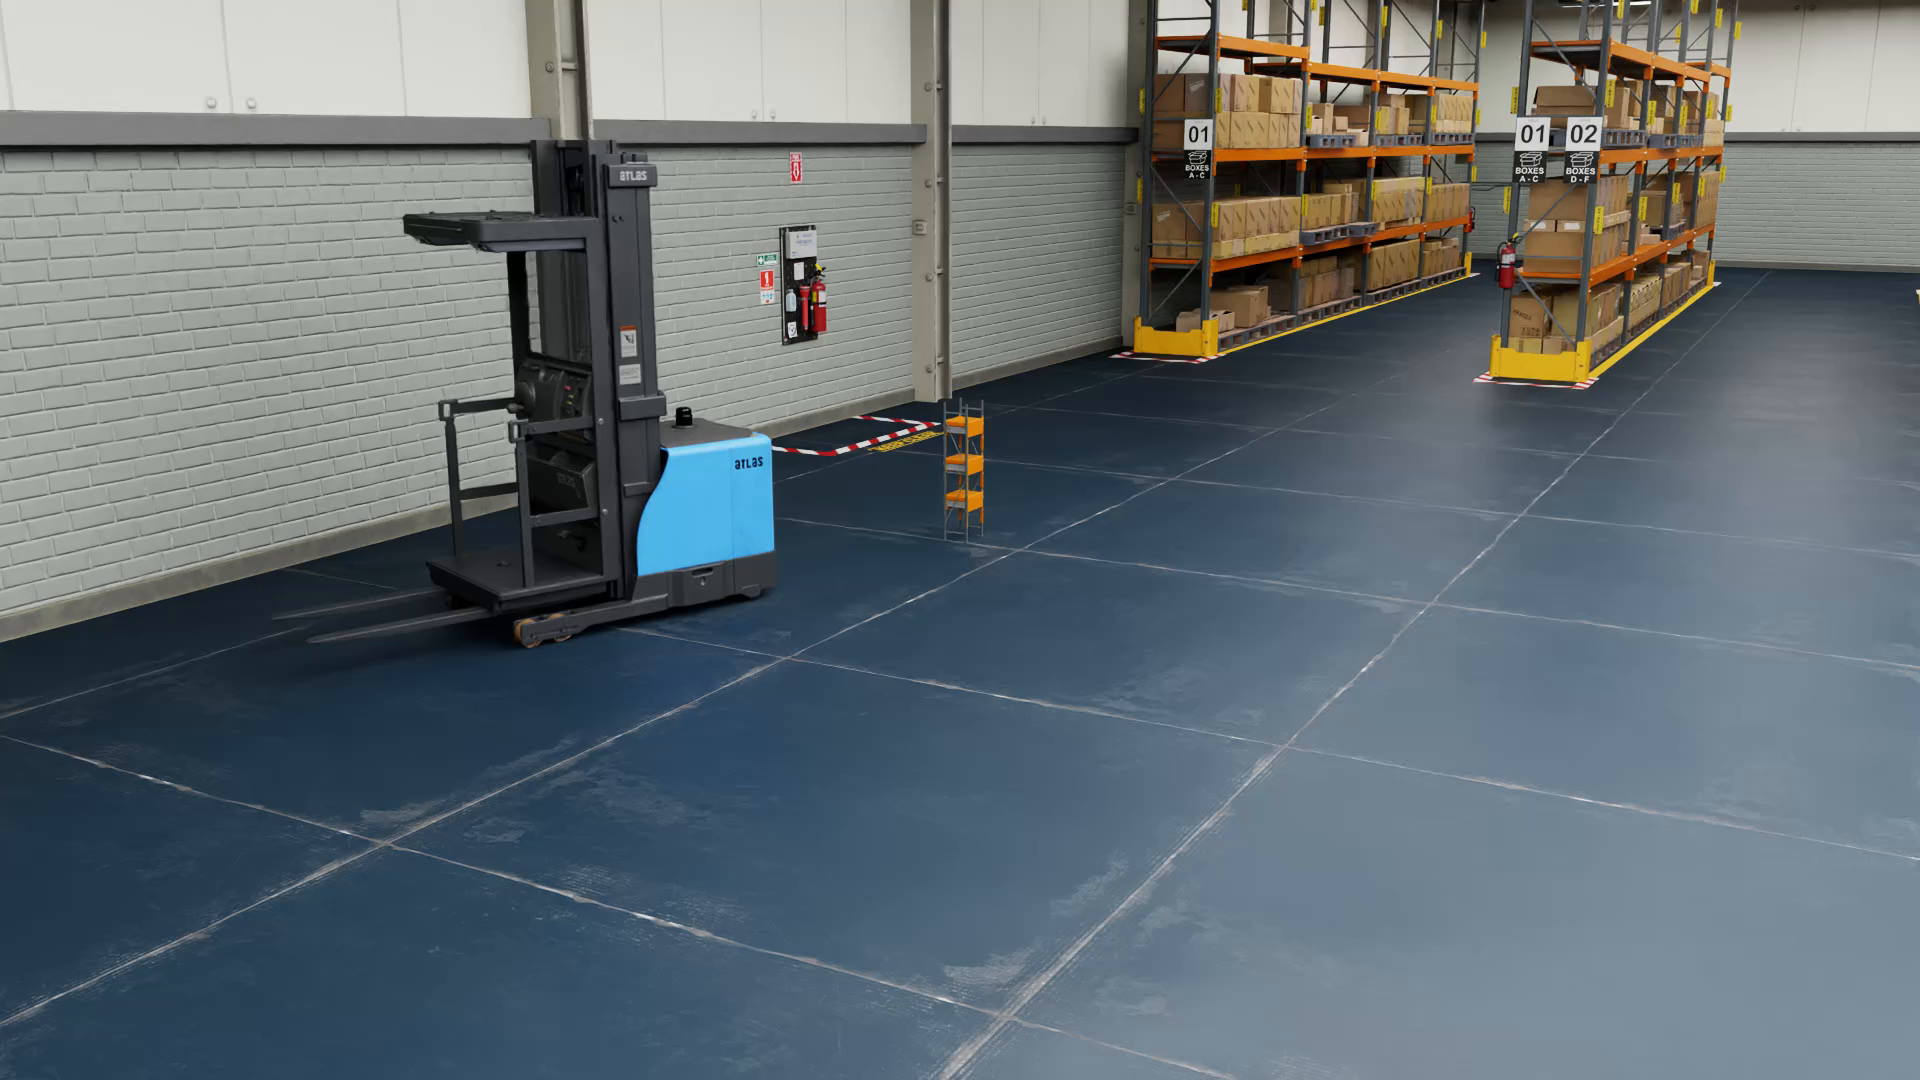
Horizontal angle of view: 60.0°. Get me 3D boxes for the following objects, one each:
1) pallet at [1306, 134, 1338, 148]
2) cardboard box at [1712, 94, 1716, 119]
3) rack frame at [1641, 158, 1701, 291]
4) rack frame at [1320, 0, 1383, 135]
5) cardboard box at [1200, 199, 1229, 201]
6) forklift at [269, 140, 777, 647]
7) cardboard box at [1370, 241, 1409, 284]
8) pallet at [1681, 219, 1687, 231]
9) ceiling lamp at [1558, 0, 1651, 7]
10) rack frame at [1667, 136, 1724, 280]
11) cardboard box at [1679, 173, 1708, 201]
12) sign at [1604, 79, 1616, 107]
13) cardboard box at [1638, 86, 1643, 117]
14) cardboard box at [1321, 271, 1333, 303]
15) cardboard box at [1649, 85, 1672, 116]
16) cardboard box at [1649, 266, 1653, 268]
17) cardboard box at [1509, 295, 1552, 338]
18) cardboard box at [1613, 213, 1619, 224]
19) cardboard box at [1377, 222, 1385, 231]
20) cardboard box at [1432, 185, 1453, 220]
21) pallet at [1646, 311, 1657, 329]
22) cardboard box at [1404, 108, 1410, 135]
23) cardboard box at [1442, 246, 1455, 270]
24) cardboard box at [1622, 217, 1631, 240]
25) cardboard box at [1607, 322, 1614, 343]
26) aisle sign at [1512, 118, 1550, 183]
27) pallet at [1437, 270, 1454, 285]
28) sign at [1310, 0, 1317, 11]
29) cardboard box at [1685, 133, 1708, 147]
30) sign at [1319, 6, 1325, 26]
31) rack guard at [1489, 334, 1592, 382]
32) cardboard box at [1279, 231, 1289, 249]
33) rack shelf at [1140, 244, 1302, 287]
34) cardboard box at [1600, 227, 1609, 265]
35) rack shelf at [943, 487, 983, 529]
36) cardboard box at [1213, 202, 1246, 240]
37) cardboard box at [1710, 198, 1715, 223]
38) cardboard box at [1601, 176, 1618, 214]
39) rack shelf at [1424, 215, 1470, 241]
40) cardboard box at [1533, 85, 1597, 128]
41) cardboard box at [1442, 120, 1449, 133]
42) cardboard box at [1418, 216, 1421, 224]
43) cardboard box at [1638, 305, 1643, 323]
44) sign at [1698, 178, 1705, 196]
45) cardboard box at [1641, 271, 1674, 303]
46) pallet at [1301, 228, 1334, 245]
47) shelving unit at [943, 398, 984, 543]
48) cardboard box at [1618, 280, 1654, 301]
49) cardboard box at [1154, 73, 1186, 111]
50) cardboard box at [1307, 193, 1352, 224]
[{"bbox_3d":[5.323,-6.383,26.610,1.213,0.211,1.003,7,15,28],"label":"pallet"},{"bbox_3d":[14.373,-8.481,32.565,0.700,0.500,0.500,7,15,28],"label":"cardboard box"},{"bbox_3d":[13.137,-5.982,30.948,1.000,3.000,0.127,7,15,28],"label":"rack frame"},{"bbox_3d":[6.865,-8.639,29.165,1.000,3.000,0.127,7,15,28],"label":"rack frame"},{"bbox_3d":[3.781,-4.815,24.783,0.500,0.500,0.500,8,16,29],"label":"cardboard box"},{"bbox_3d":[-2.664,-0.925,10.115,3.031,2.935,1.130,-11,17,-39],"label":"forklift"},{"bbox_3d":[8.172,-5.371,32.103,0.750,0.750,0.750,8,16,30],"label":"cardboard box"},{"bbox_3d":[12.655,-5.737,30.341,1.003,0.211,1.213,7,15,28],"label":"pallet"},{"bbox_3d":[14.241,-13.382,36.387,2.000,3.185,0.800,7,15,28],"label":"ceiling lamp"},{"bbox_3d":[15.071,-6.803,34.352,1.000,3.000,0.127,7,15,28],"label":"rack frame"},{"bbox_3d":[13.860,-6.688,31.527,0.500,0.500,0.500,7,15,26],"label":"cardboard box"},{"bbox_3d":[7.819,-5.378,20.006,0.100,0.325,0.005,7,15,28],"label":"sign"},{"bbox_3d":[9.858,-6.537,24.670,0.500,0.500,0.500,9,16,33],"label":"cardboard box"},{"bbox_3d":[5.997,-4.370,28.653,0.700,0.500,0.500,7,15,28],"label":"cardboard box"},{"bbox_3d":[11.420,-7.243,27.431,0.500,0.500,0.500,7,15,28],"label":"cardboard box"},{"bbox_3d":[12.194,-4.697,30.011,0.500,0.500,0.500,8,15,29],"label":"cardboard box"},{"bbox_3d":[7.335,-2.896,21.517,0.500,0.500,0.500,7,15,28],"label":"cardboard box"},{"bbox_3d":[8.833,-4.416,22.855,0.380,0.149,0.250,7,15,28],"label":"cardboard box"},{"bbox_3d":[7.559,-5.747,30.464,0.380,0.149,0.250,8,16,30],"label":"cardboard box"},{"bbox_3d":[9.776,-7.098,34.934,0.980,0.700,0.700,7,15,25],"label":"cardboard box"},{"bbox_3d":[10.771,-3.642,27.188,1.003,0.211,1.213,7,15,28],"label":"pallet"},{"bbox_3d":[8.278,-8.095,32.160,0.700,0.500,0.500,6,15,25],"label":"cardboard box"},{"bbox_3d":[10.240,-6.095,35.852,0.700,0.500,0.500,7,15,28],"label":"cardboard box"},{"bbox_3d":[9.910,-4.653,25.222,0.500,0.500,0.500,9,16,32],"label":"cardboard box"},{"bbox_3d":[8.758,-2.883,23.062,0.500,0.250,0.500,7,15,28],"label":"cardboard box"},{"bbox_3d":[7.047,-4.804,20.513,0.394,0.787,0.004,7,15,28],"label":"aisle sign"},{"bbox_3d":[9.824,-5.586,35.252,1.003,0.211,1.213,7,15,28],"label":"pallet"},{"bbox_3d":[5.398,-8.245,25.372,0.100,0.325,0.005,7,15,28],"label":"sign"},{"bbox_3d":[13.589,-7.439,30.911,0.500,0.250,0.500,7,15,28],"label":"cardboard box"},{"bbox_3d":[6.378,-9.232,29.295,0.100,0.325,0.005,7,15,28],"label":"sign"},{"bbox_3d":[7.325,-2.300,21.008,1.175,0.500,0.348,7,15,28],"label":"rack guard"},{"bbox_3d":[4.720,-4.605,25.514,0.500,0.250,0.500,7,15,28],"label":"cardboard box"},{"bbox_3d":[3.965,-4.141,24.847,1.077,0.370,4.000,7,15,28],"label":"rack shelf"},{"bbox_3d":[8.319,-3.981,22.434,0.700,0.500,0.500,8,16,30],"label":"cardboard box"},{"bbox_3d":[0.026,-0.241,12.524,0.215,0.259,0.240,7,15,28],"label":"rack shelf"},{"bbox_3d":[3.740,-4.546,23.669,0.500,0.500,0.500,7,15,28],"label":"cardboard box"},{"bbox_3d":[14.845,-6.622,33.388,0.500,0.500,0.500,8,15,29],"label":"cardboard box"},{"bbox_3d":[8.575,-4.722,22.739,0.700,0.500,0.500,7,15,28],"label":"cardboard box"},{"bbox_3d":[9.766,-6.603,35.059,1.077,0.370,4.000,7,15,28],"label":"rack shelf"},{"bbox_3d":[7.618,-5.418,20.793,0.797,0.503,0.637,9,16,32],"label":"cardboard box"},{"bbox_3d":[9.623,-8.396,33.769,0.500,0.250,0.500,7,15,27],"label":"cardboard box"},{"bbox_3d":[8.883,-6.329,32.879,0.380,0.149,0.250,8,15,29],"label":"cardboard box"},{"bbox_3d":[10.178,-3.474,25.516,0.500,0.250,0.500,7,15,26],"label":"cardboard box"},{"bbox_3d":[13.625,-6.483,30.554,0.100,0.325,0.005,7,15,28],"label":"sign"},{"bbox_3d":[11.922,-4.329,28.486,0.500,0.500,0.500,7,15,26],"label":"cardboard box"},{"bbox_3d":[5.429,-4.949,27.069,1.003,0.211,1.213,7,15,28],"label":"pallet"},{"bbox_3d":[0.026,-0.521,12.456,0.215,1.050,0.252,7,15,28],"label":"shelving unit"},{"bbox_3d":[10.674,-3.956,26.316,0.500,0.311,0.500,7,15,28],"label":"cardboard box"},{"bbox_3d":[2.978,-6.202,23.067,0.500,0.500,0.500,8,16,31],"label":"cardboard box"},{"bbox_3d":[6.401,-5.769,28.912,0.700,0.500,0.500,6,15,23],"label":"cardboard box"}]
